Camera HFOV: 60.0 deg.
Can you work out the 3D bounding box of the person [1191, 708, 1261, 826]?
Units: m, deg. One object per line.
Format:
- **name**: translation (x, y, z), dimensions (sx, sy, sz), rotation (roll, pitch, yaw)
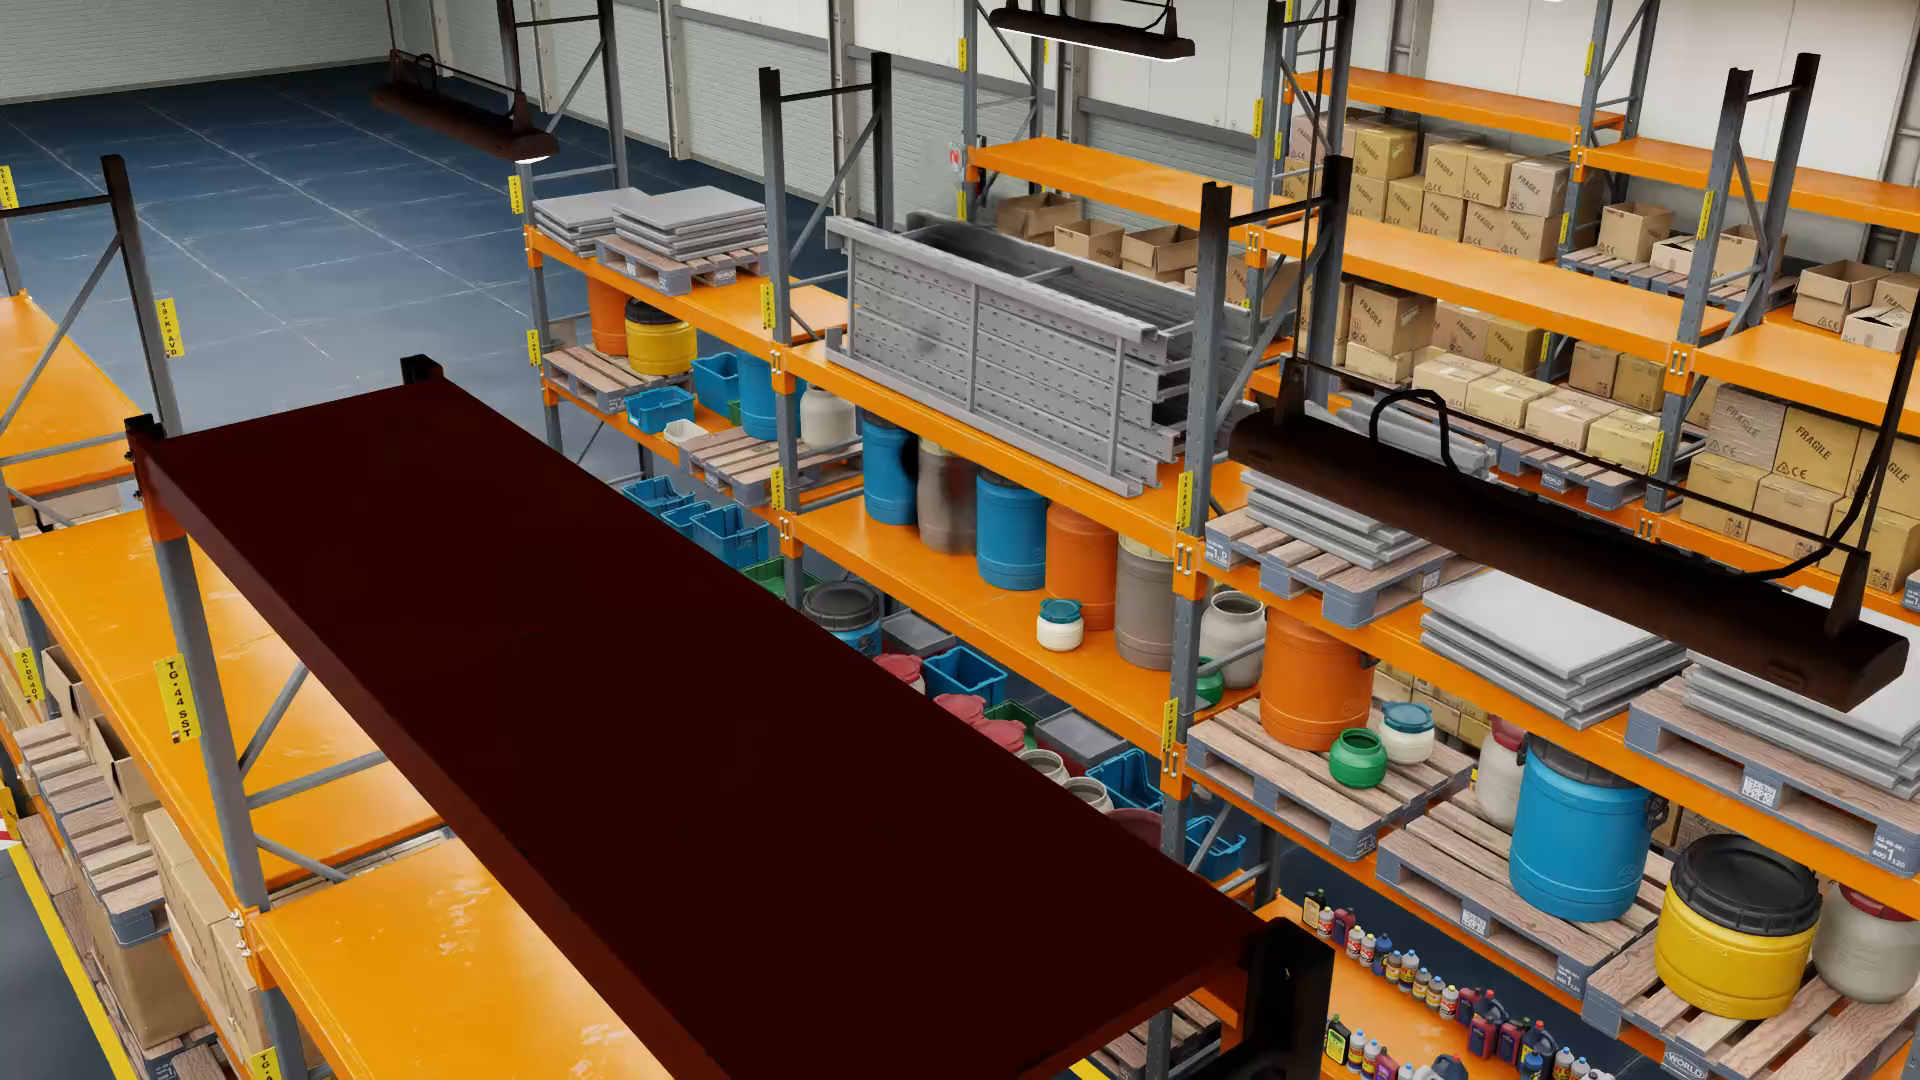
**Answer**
- **person**: translation (2.134, 1.351, 12.738), dimensions (0.904, 1.834, 0.657), rotation (21, 33, 36)
